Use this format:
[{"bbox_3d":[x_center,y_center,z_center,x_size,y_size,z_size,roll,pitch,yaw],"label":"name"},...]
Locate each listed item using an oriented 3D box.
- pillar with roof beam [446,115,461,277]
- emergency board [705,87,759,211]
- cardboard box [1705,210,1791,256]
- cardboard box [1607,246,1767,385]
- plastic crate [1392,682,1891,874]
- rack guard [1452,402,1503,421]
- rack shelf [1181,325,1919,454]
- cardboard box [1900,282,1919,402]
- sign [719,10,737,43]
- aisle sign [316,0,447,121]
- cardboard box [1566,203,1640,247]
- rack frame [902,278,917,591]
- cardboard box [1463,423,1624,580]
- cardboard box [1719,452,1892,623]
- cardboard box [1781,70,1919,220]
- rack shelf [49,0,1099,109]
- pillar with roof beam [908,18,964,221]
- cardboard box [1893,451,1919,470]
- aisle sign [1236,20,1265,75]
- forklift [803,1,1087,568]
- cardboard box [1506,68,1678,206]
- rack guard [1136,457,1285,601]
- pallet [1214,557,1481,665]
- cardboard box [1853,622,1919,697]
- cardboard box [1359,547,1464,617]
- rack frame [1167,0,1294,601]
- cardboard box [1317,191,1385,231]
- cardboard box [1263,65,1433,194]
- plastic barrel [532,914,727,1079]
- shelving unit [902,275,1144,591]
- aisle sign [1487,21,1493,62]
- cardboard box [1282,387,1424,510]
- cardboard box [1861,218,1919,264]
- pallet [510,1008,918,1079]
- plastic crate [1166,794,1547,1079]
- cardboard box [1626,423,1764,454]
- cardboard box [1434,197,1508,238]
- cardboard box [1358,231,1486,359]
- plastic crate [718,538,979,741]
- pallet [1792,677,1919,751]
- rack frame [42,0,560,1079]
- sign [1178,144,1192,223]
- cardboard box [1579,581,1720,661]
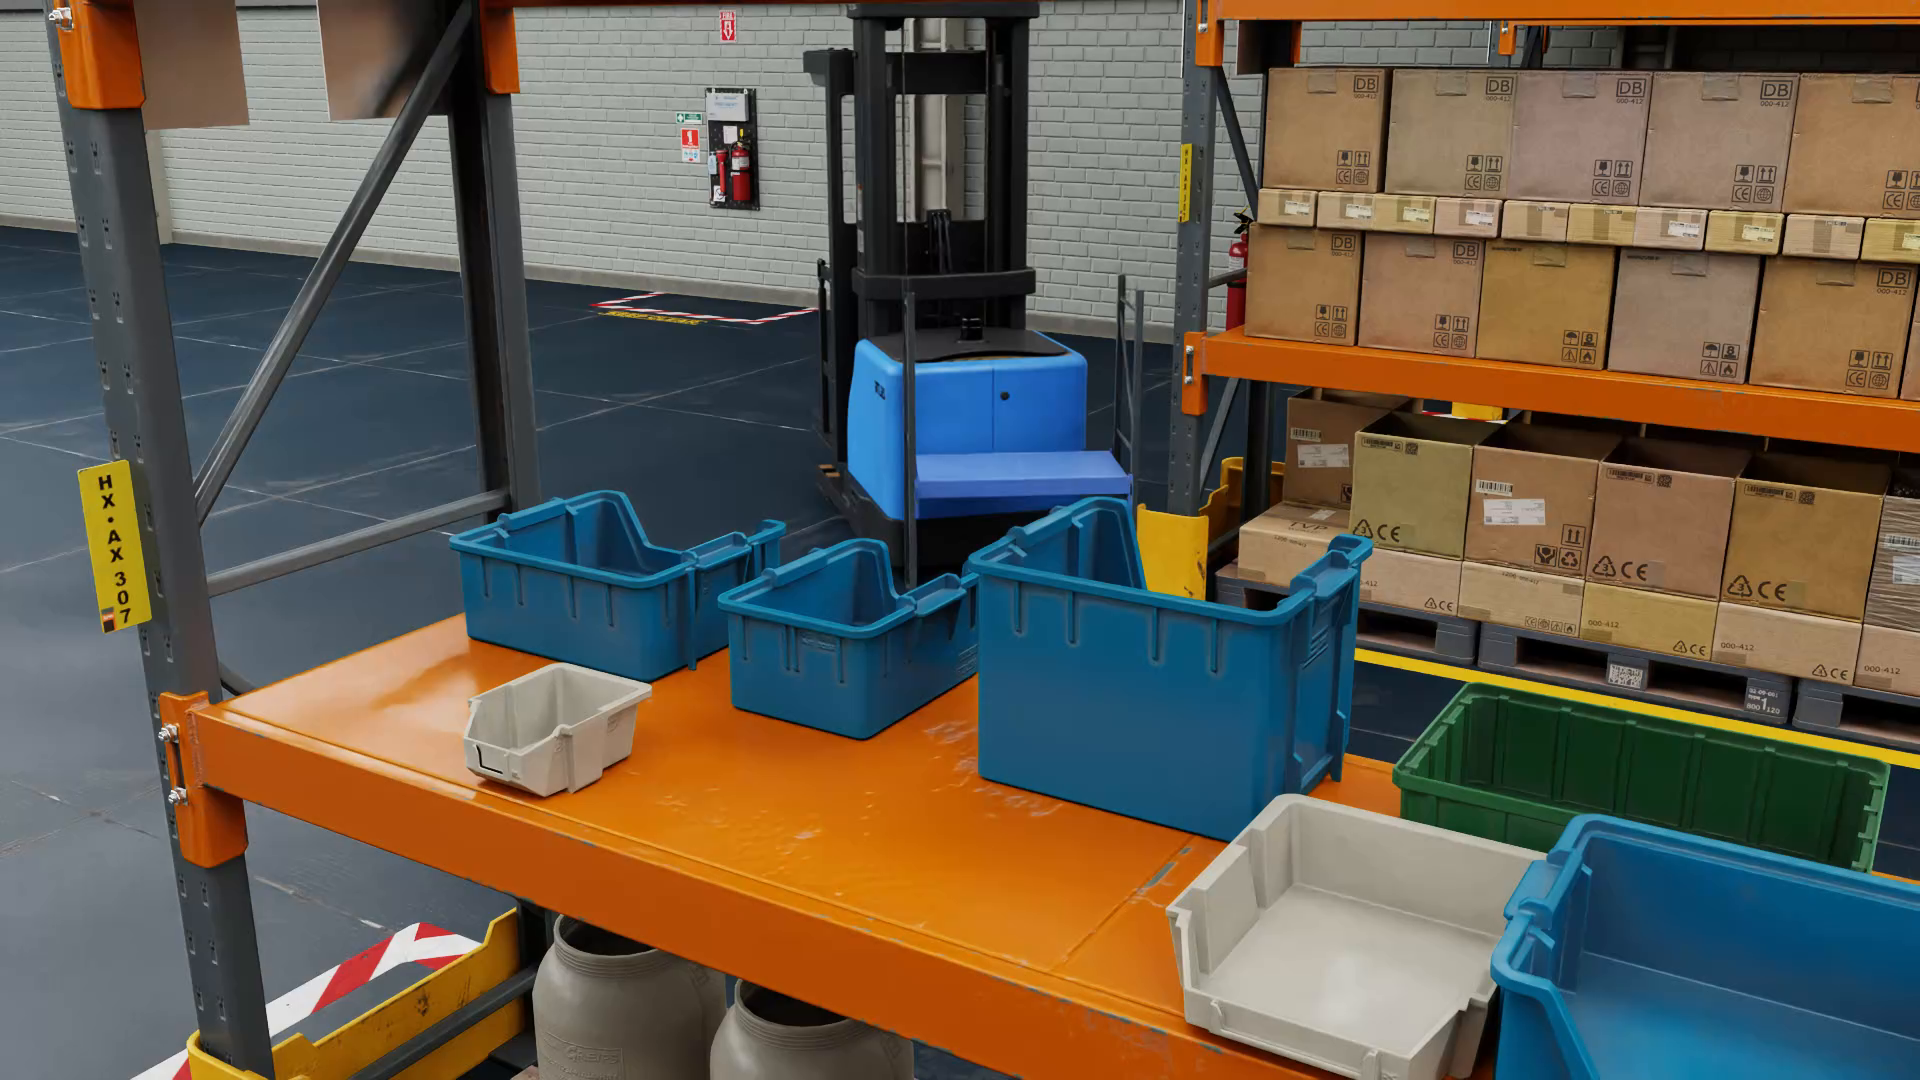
[{"bbox_3d":[-7.578,-6.181,13.746,0.400,9.000,9.100,10,20,30],"label":"pillar with roof beam"},{"bbox_3d":[-2.298,-3.849,16.392,0.643,1.169,0.194,10,20,30],"label":"emergency board"},{"bbox_3d":[3.017,-1.187,6.341,0.250,0.149,0.380,11,20,32],"label":"cardboard box"},{"bbox_3d":[2.974,-0.955,6.692,0.500,0.500,0.700,11,20,32],"label":"cardboard box"},{"bbox_3d":[1.066,0.444,2.625,0.662,0.188,0.450,10,20,30],"label":"plastic crate"},{"bbox_3d":[3.916,-1.236,12.090,0.348,0.500,1.175,10,20,30],"label":"rack guard"},{"bbox_3d":[2.966,-0.568,6.827,4.000,0.370,1.077,10,20,30],"label":"rack shelf"},{"bbox_3d":[3.836,-0.800,6.182,0.500,0.500,0.700,10,20,29],"label":"cardboard box"},{"bbox_3d":[-2.253,-4.984,16.141,0.199,0.298,0.001,10,20,30],"label":"sign"},{"bbox_3d":[-1.239,-1.318,3.587,0.004,0.787,0.394,10,20,30],"label":"aisle sign"},{"bbox_3d":[2.582,-1.266,6.600,0.250,0.149,0.380,10,19,29],"label":"cardboard box"},{"bbox_3d":[-0.235,-0.432,7.724,0.032,1.500,0.500,-1,17,-5],"label":"rack frame"},{"bbox_3d":[2.462,-0.175,7.015,0.500,0.500,0.500,10,20,30],"label":"cardboard box"},{"bbox_3d":[3.313,-0.022,6.512,0.500,0.500,0.500,10,20,30],"label":"cardboard box"},{"bbox_3d":[3.431,-1.495,6.238,0.500,0.500,0.700,10,20,30],"label":"cardboard box"},{"bbox_3d":[0.371,-0.777,2.354,4.000,0.370,1.077,10,20,30],"label":"rack shelf"},{"bbox_3d":[-2.465,-5.268,10.742,0.400,9.000,9.100,10,20,30],"label":"pillar with roof beam"},{"bbox_3d":[4.009,-0.074,6.682,0.500,0.500,0.500,10,20,30],"label":"cardboard box"},{"bbox_3d":[1.360,-2.543,7.618,0.004,0.787,0.394,10,20,30],"label":"aisle sign"},{"bbox_3d":[-0.238,-1.654,9.283,1.130,2.935,3.031,-5,17,-15],"label":"forklift"},{"bbox_3d":[2.579,-1.647,6.739,0.500,0.500,0.700,10,20,30],"label":"cardboard box"},{"bbox_3d":[1.241,-0.024,8.099,0.348,0.500,1.175,10,20,30],"label":"rack guard"},{"bbox_3d":[1.935,0.224,7.780,1.213,0.211,1.003,10,20,30],"label":"pallet"},{"bbox_3d":[3.740,0.412,6.372,0.500,0.250,0.500,10,20,30],"label":"cardboard box"},{"bbox_3d":[2.030,0.110,7.365,0.500,0.250,0.500,10,20,30],"label":"cardboard box"},{"bbox_3d":[1.262,-1.216,7.724,0.127,3.000,1.000,10,20,30],"label":"rack frame"},{"bbox_3d":[1.710,-1.422,7.113,0.250,0.149,0.380,10,19,29],"label":"cardboard box"},{"bbox_3d":[1.698,-1.802,7.250,0.500,0.500,0.700,10,20,30],"label":"cardboard box"},{"bbox_3d":[-0.733,1.081,3.720,0.421,0.512,0.421,0,17,0],"label":"plastic barrel"},{"bbox_3d":[0.272,-0.445,7.764,1.048,1.500,0.538,-1,17,-5],"label":"shelving unit"},{"bbox_3d":[3.633,-3.624,11.178,0.004,0.787,0.394,10,20,30],"label":"aisle sign"},{"bbox_3d":[1.875,-0.452,7.928,0.500,0.500,0.500,10,20,30],"label":"cardboard box"},{"bbox_3d":[3.460,-1.109,6.085,0.250,0.149,0.380,10,20,30],"label":"cardboard box"},{"bbox_3d":[-0.555,1.469,3.681,1.213,0.211,1.003,10,20,30],"label":"pallet"},{"bbox_3d":[0.559,0.560,2.329,0.437,0.136,0.530,10,20,30],"label":"plastic crate"},{"bbox_3d":[3.160,-0.227,7.187,0.500,0.500,0.500,10,20,30],"label":"cardboard box"},{"bbox_3d":[2.136,-1.345,6.859,0.250,0.149,0.380,10,19,29],"label":"cardboard box"},{"bbox_3d":[2.103,-1.111,7.206,0.500,0.500,0.700,11,20,31],"label":"cardboard box"},{"bbox_3d":[-0.200,0.183,3.372,0.408,0.251,0.499,10,20,30],"label":"plastic crate"},{"bbox_3d":[4.015,0.595,6.559,1.213,0.211,1.003,10,20,30],"label":"pallet"},{"bbox_3d":[-1.334,0.010,3.687,0.127,3.000,1.000,10,20,30],"label":"rack frame"},{"bbox_3d":[0.966,-1.532,7.137,0.005,0.325,0.100,10,20,30],"label":"sign"},{"bbox_3d":[2.880,0.264,6.860,0.500,0.250,0.500,10,20,30],"label":"cardboard box"}]
